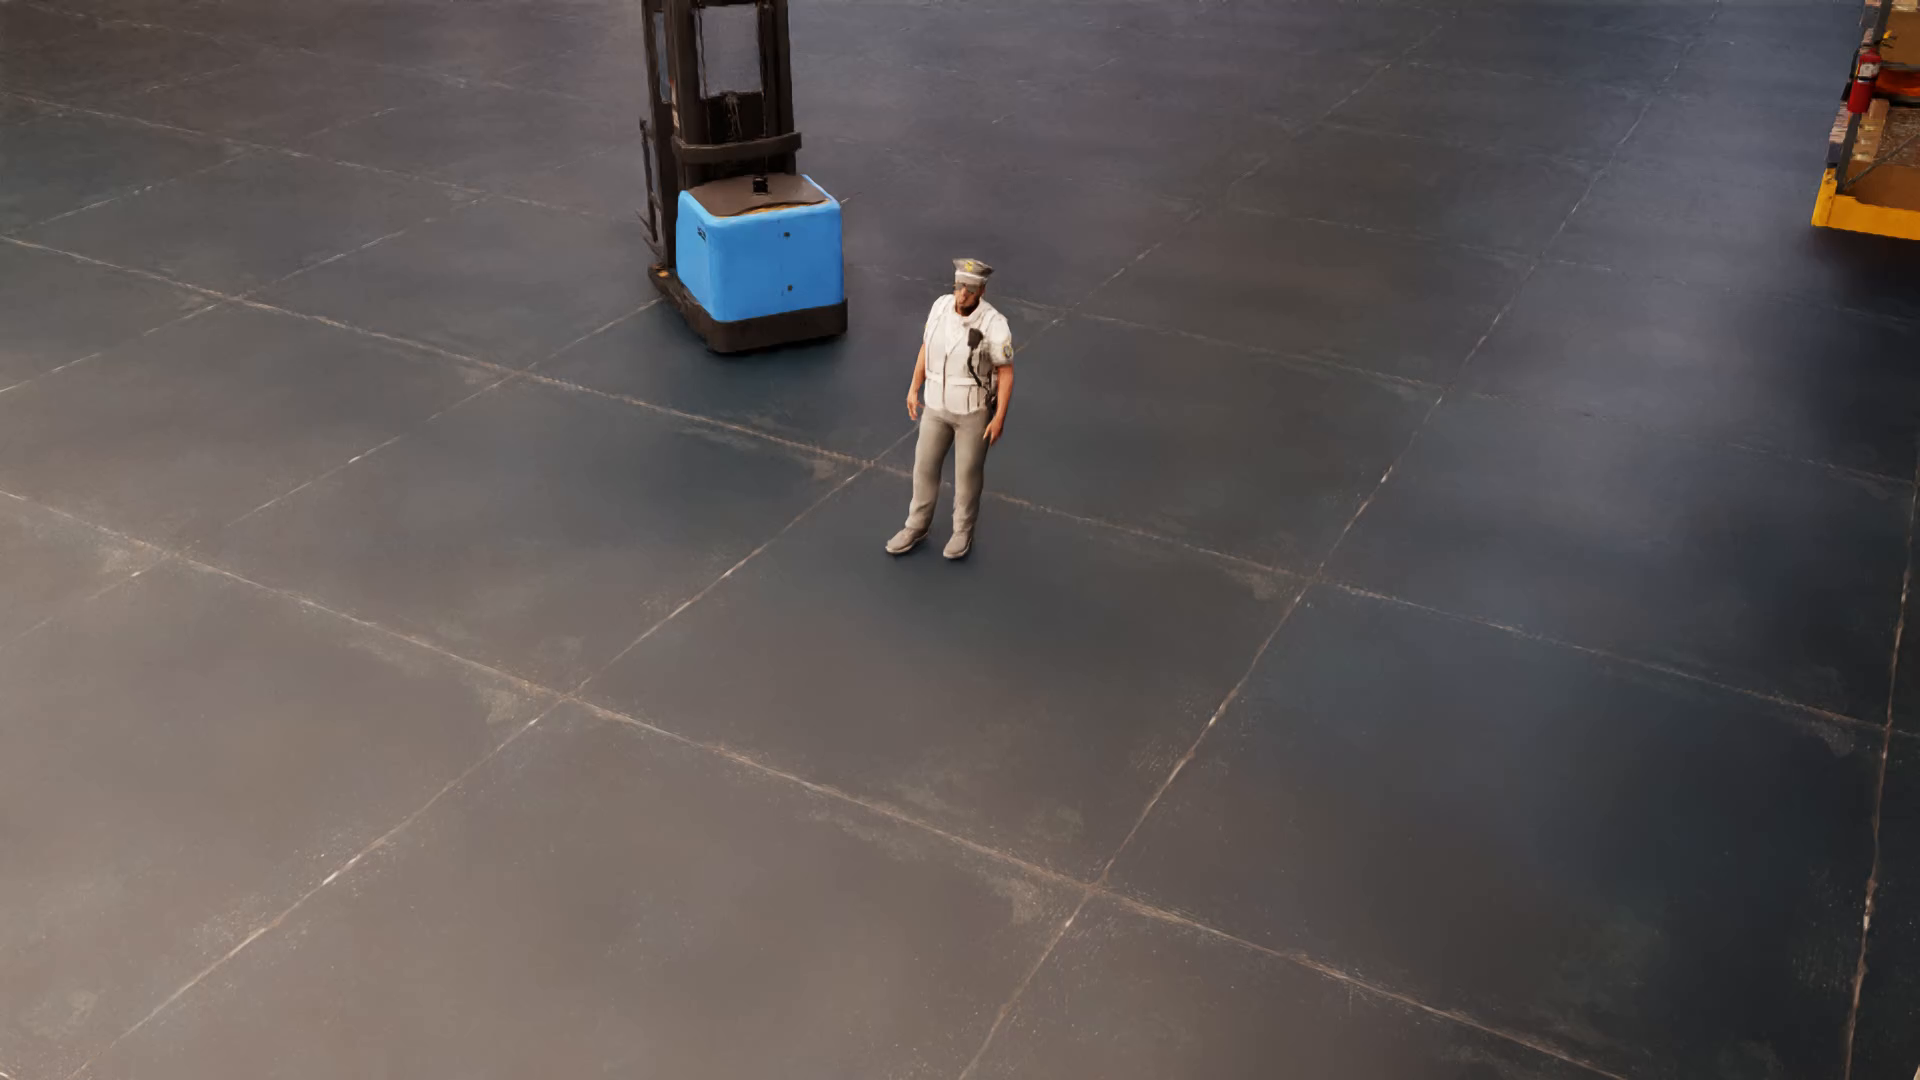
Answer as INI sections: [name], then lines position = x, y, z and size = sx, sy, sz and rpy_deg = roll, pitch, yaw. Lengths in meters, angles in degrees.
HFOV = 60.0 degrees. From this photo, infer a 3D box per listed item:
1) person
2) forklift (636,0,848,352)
[person]
position = -0.048, -0.748, 9.499
size = 0.640, 1.781, 0.574
rpy_deg = 15, 33, 25
[forklift]
position = -1.919, -3.370, 12.909
size = 1.130, 2.935, 3.031
rpy_deg = -13, 32, -21
